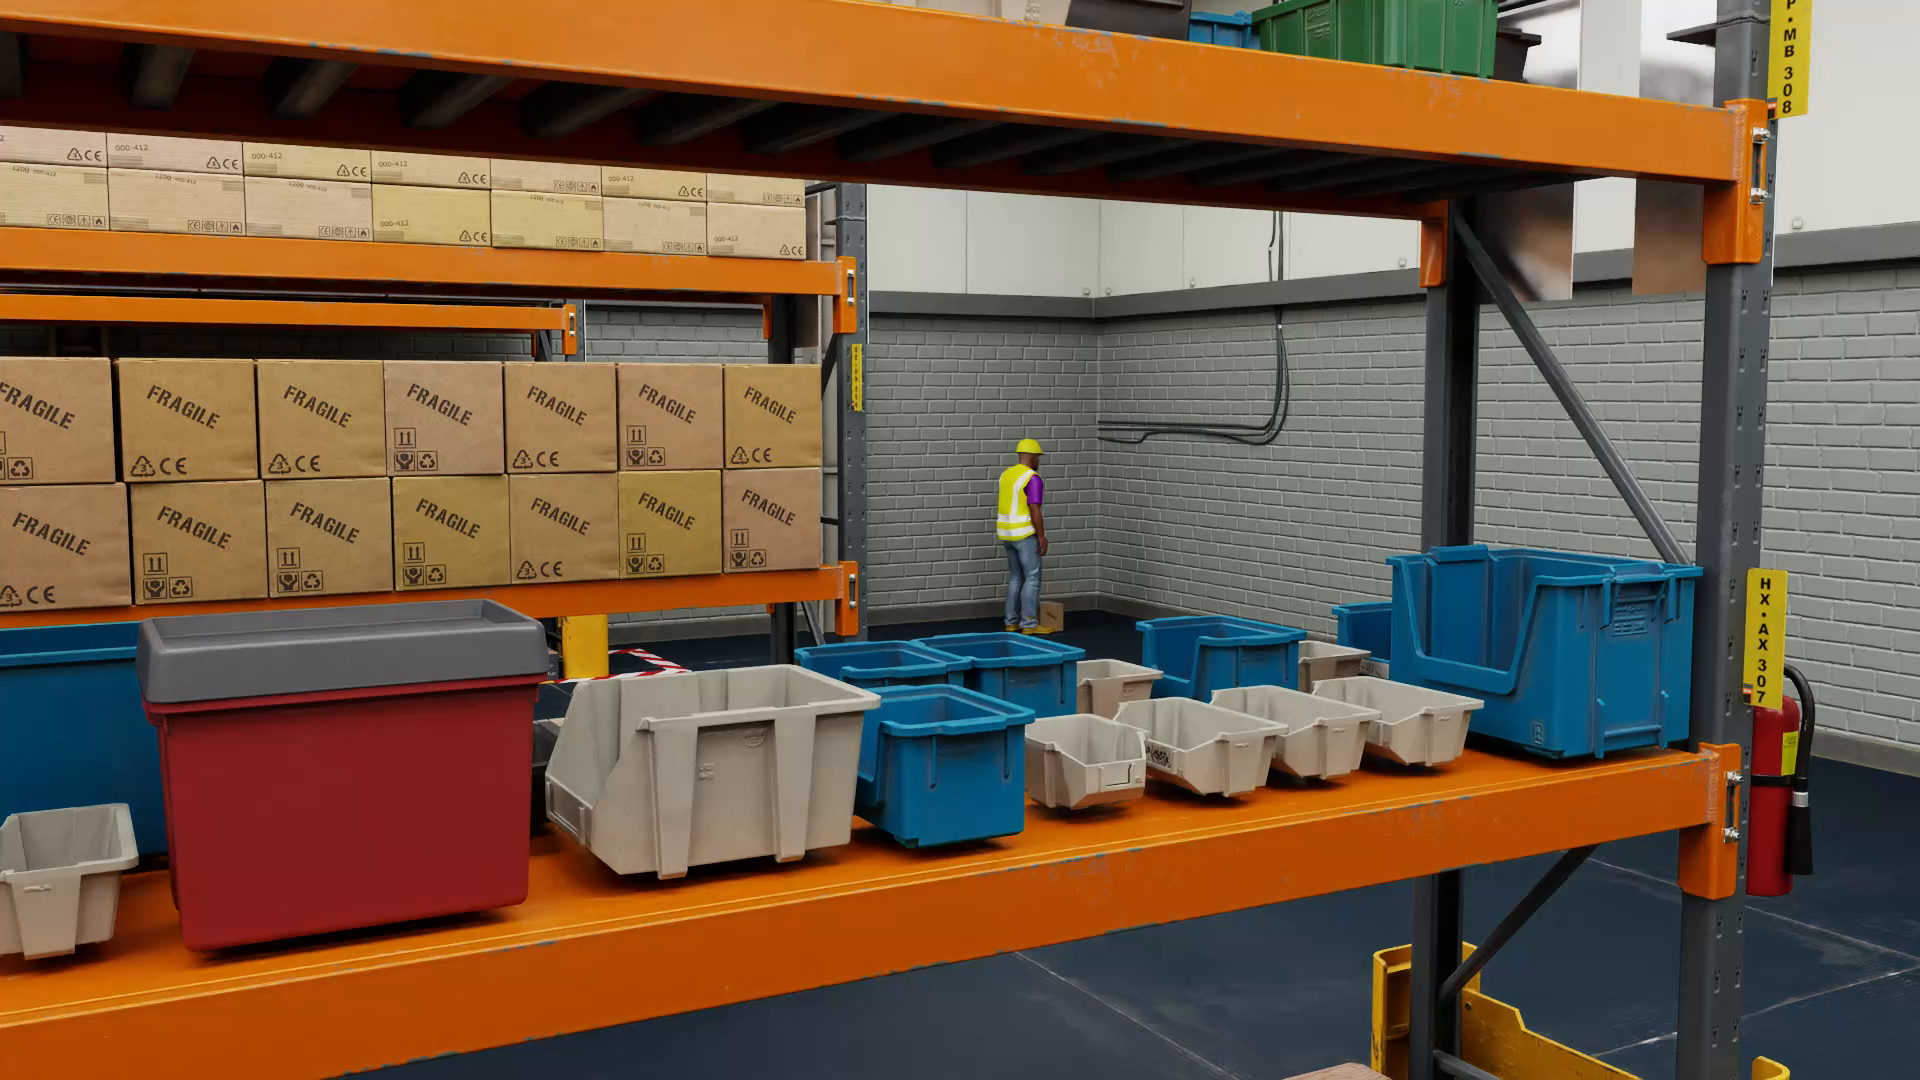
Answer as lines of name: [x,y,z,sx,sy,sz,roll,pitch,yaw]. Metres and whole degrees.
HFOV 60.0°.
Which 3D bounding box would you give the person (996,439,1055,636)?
person: [0.584,-0.037,15.083,0.459,1.759,0.627,-3,6,-32]
